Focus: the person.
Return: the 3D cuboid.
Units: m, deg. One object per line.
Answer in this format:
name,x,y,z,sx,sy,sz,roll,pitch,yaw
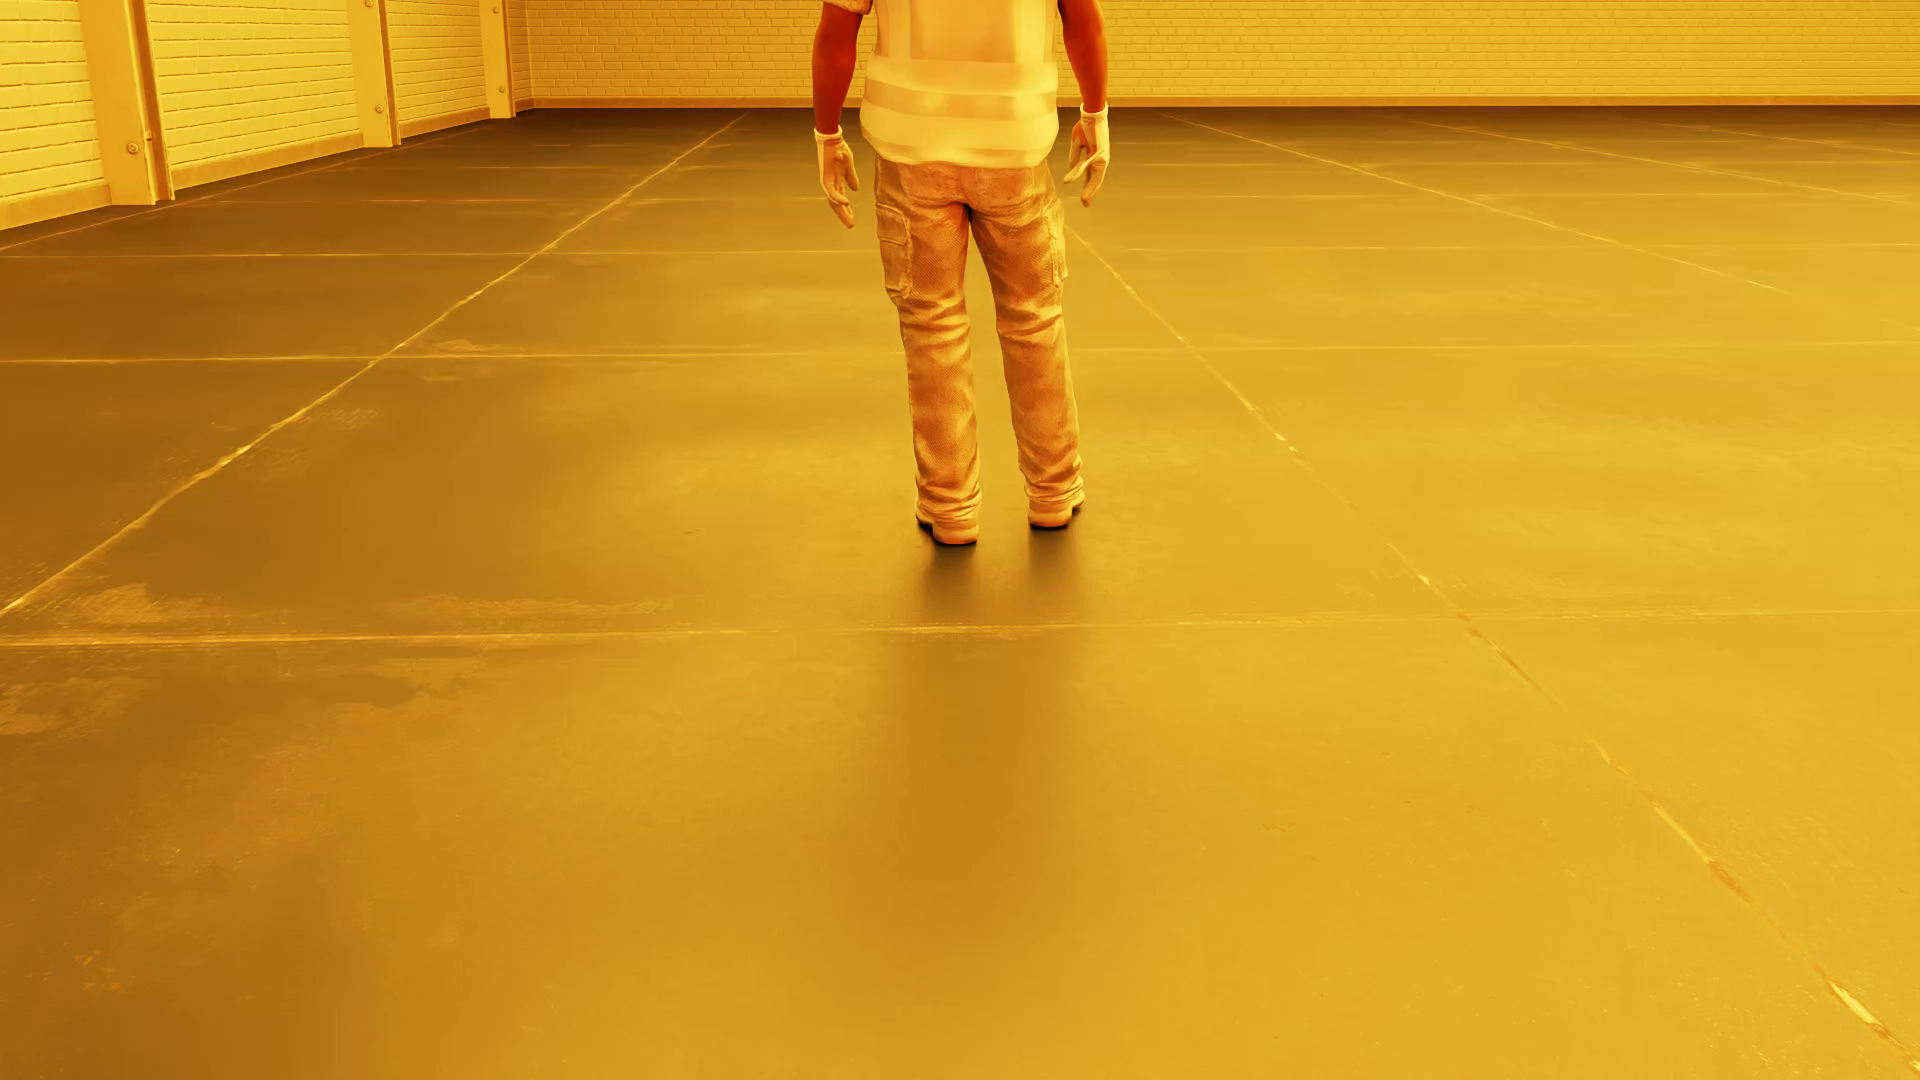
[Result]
person,0.005,-0.881,3.725,0.657,1.785,0.575,-1,17,-3
